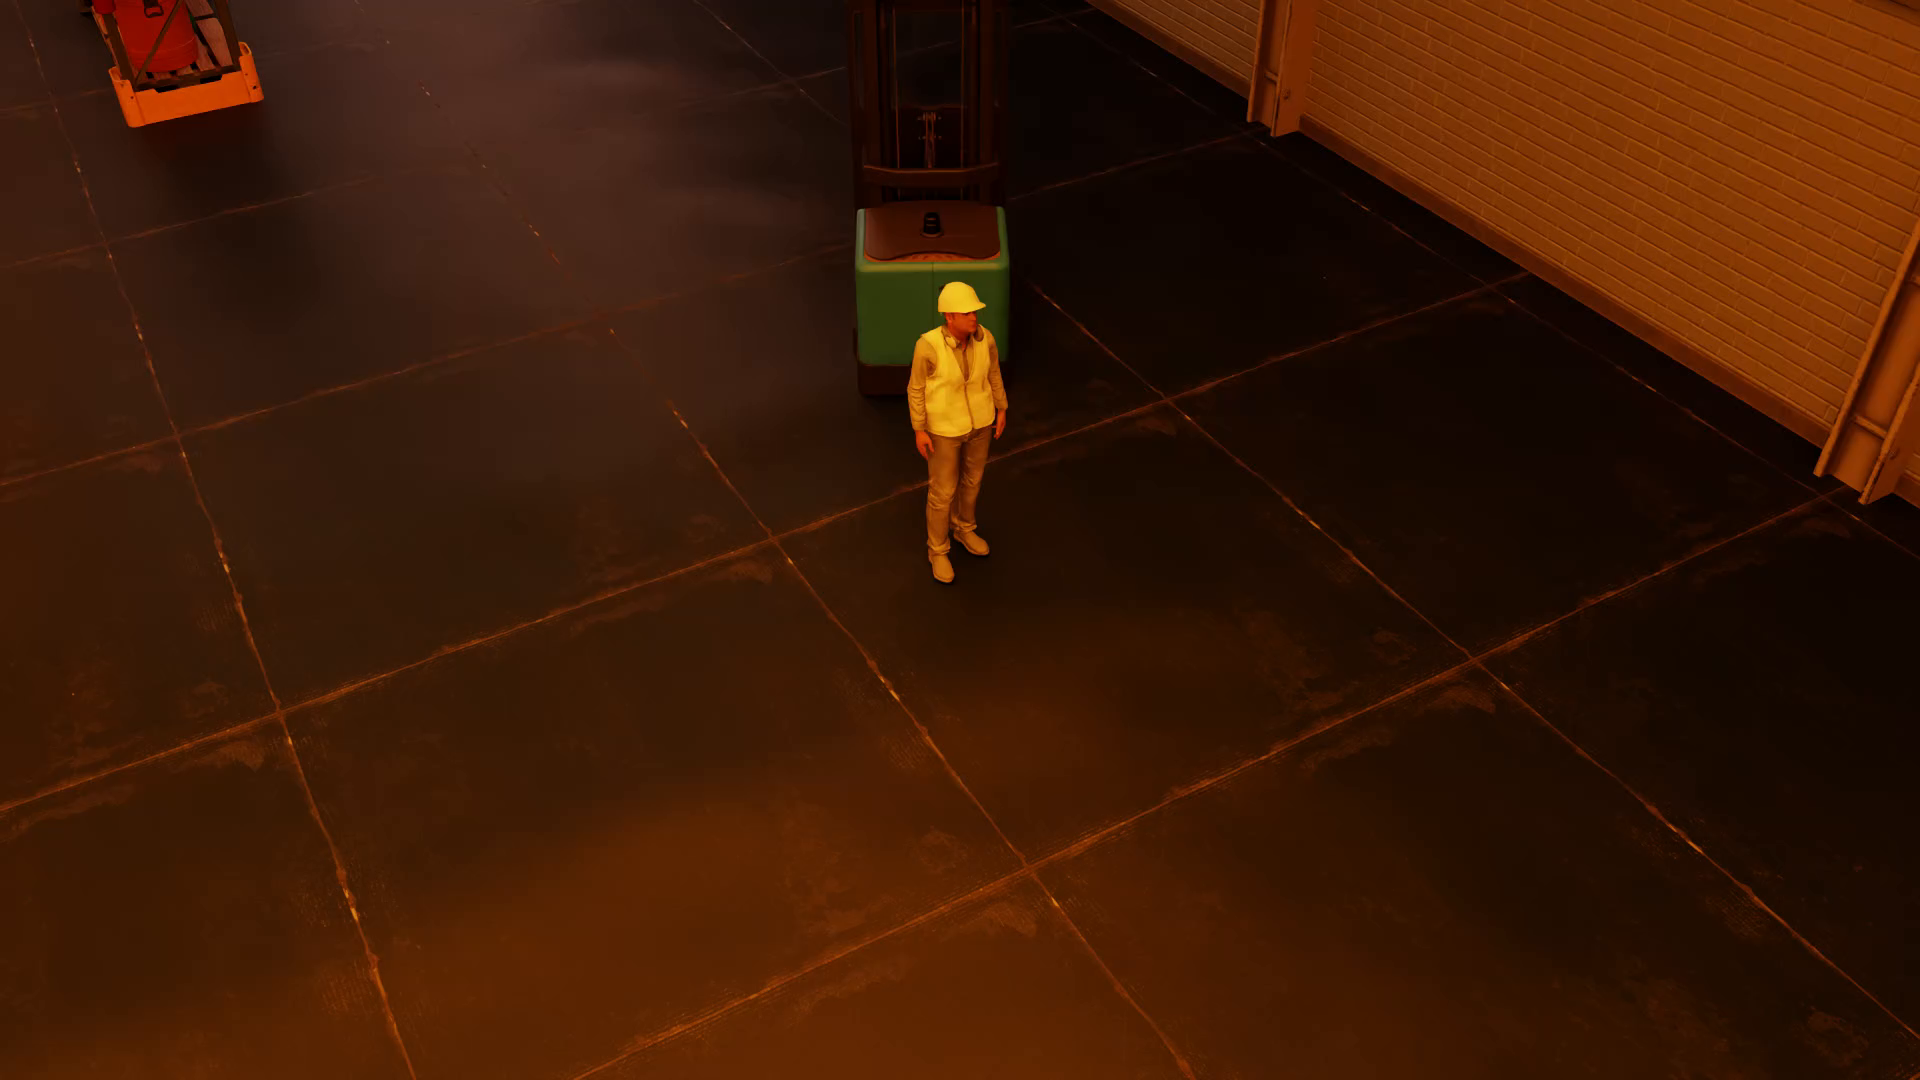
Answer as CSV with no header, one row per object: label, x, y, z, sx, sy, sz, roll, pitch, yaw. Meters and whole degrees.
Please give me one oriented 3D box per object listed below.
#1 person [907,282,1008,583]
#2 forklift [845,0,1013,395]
person,0.025,-0.651,9.716,0.633,1.775,0.566,-20,44,-23
forklift,-0.222,-3.041,11.703,1.130,2.935,3.031,-1,40,-1
